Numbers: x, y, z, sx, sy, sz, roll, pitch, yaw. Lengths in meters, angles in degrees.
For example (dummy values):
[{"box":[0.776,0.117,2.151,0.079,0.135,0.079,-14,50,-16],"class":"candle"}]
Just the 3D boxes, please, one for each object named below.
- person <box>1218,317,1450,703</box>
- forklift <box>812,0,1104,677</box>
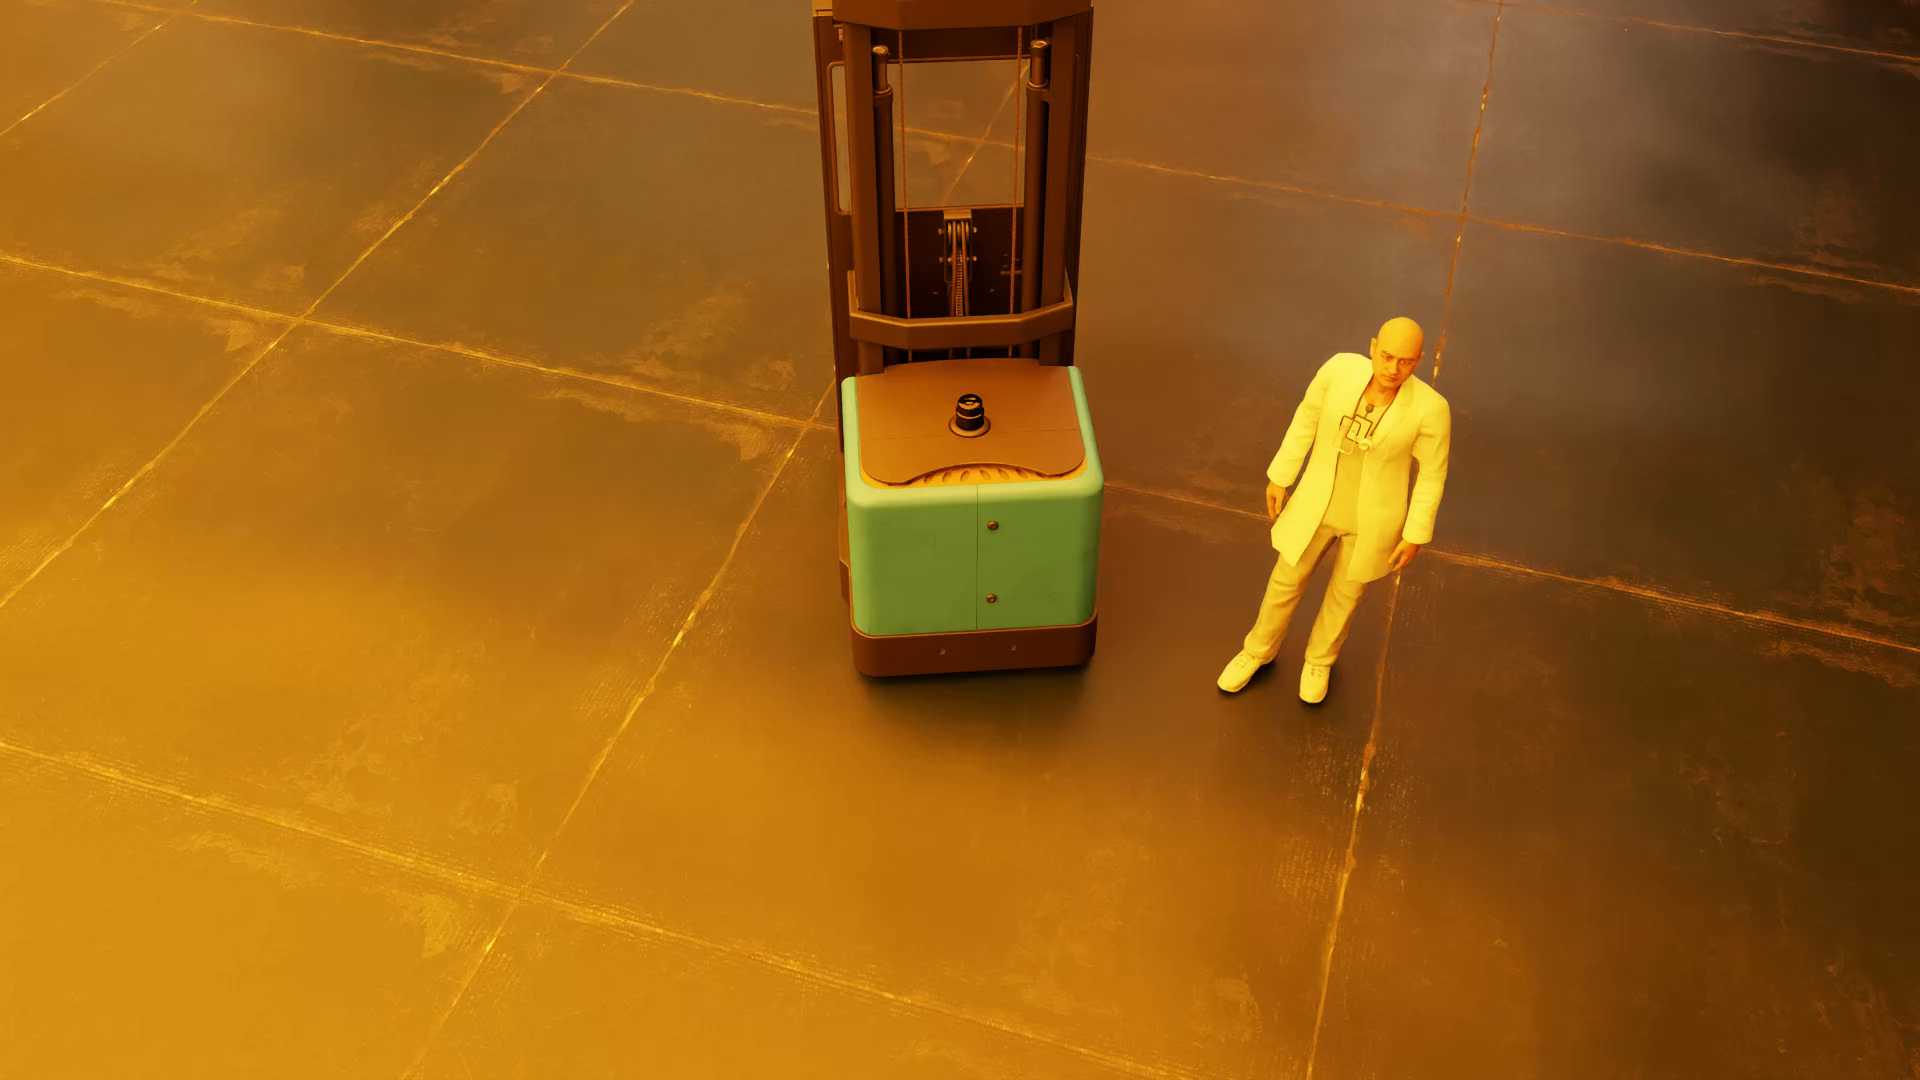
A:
[{"box":[1.508,-0.064,6.595,0.695,1.775,0.581,21,47,21],"class":"person"},{"box":[-0.048,-1.486,7.287,1.130,2.935,3.031,-3,43,-3],"class":"forklift"}]
